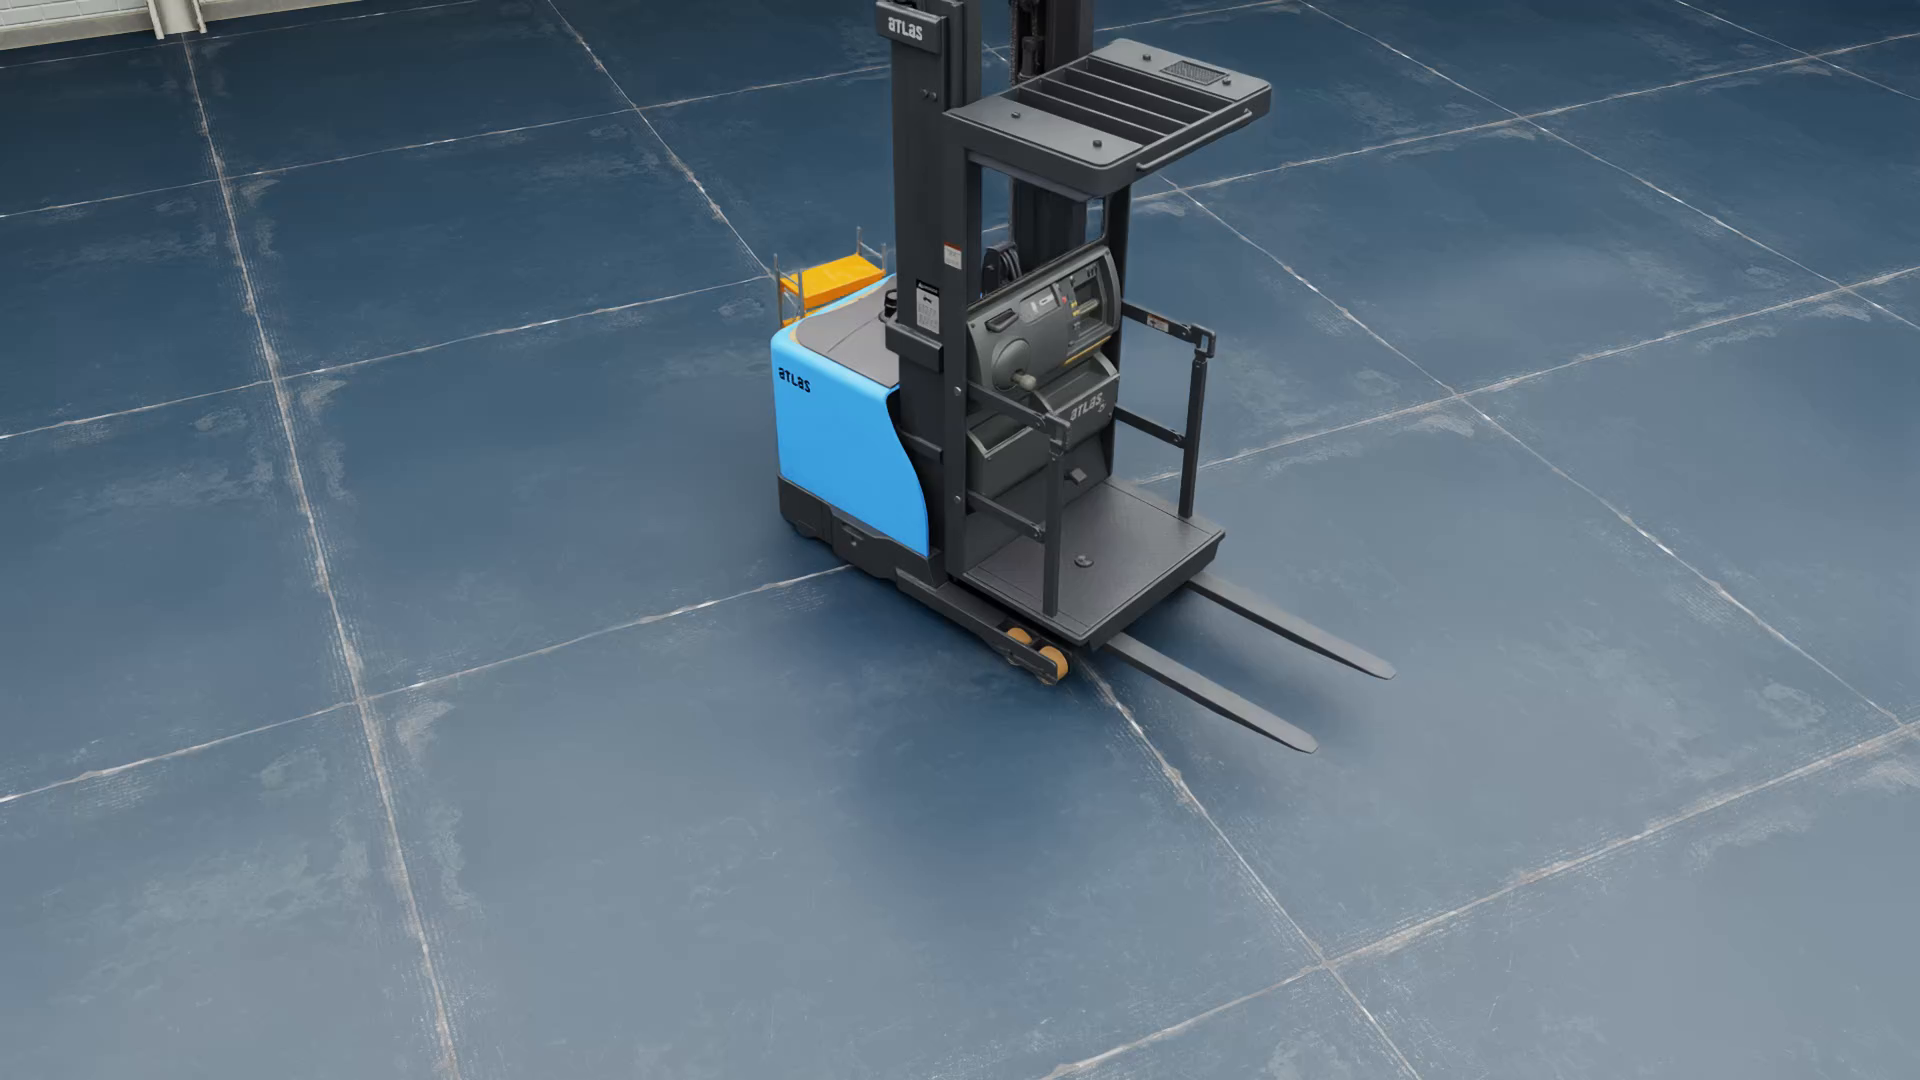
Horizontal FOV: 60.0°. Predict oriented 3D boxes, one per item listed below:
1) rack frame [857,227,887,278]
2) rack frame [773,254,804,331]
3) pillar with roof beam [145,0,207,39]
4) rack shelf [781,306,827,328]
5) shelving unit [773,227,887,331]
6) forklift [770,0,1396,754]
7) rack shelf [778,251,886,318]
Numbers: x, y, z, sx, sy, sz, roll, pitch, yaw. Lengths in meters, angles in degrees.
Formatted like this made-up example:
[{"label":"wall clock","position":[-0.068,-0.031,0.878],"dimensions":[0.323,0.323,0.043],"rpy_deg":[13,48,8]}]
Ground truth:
[{"label":"rack frame","position":[-0.442,-1.032,8.633],"dimensions":[0.015,1.200,0.240],"rpy_deg":[-24,43,-29]},{"label":"rack frame","position":[-0.834,-0.858,8.399],"dimensions":[0.015,1.200,0.240],"rpy_deg":[-24,43,-29]},{"label":"pillar with roof beam","position":[-4.764,-5.609,8.258],"dimensions":[0.400,9.000,9.100],"rpy_deg":[-16,39,-20]},{"label":"rack shelf","position":[-0.638,-1.071,8.423],"dimensions":[0.480,0.148,0.258],"rpy_deg":[-24,43,-29]},{"label":"shelving unit","position":[-0.638,-0.945,8.516],"dimensions":[0.503,1.200,0.258],"rpy_deg":[-24,43,-29]},{"label":"forklift","position":[0.526,-0.891,6.991],"dimensions":[3.031,2.935,1.130],"rpy_deg":[29,45,33]},{"label":"rack shelf","position":[-0.638,-1.261,8.283],"dimensions":[0.480,0.148,0.258],"rpy_deg":[-24,43,-29]}]
